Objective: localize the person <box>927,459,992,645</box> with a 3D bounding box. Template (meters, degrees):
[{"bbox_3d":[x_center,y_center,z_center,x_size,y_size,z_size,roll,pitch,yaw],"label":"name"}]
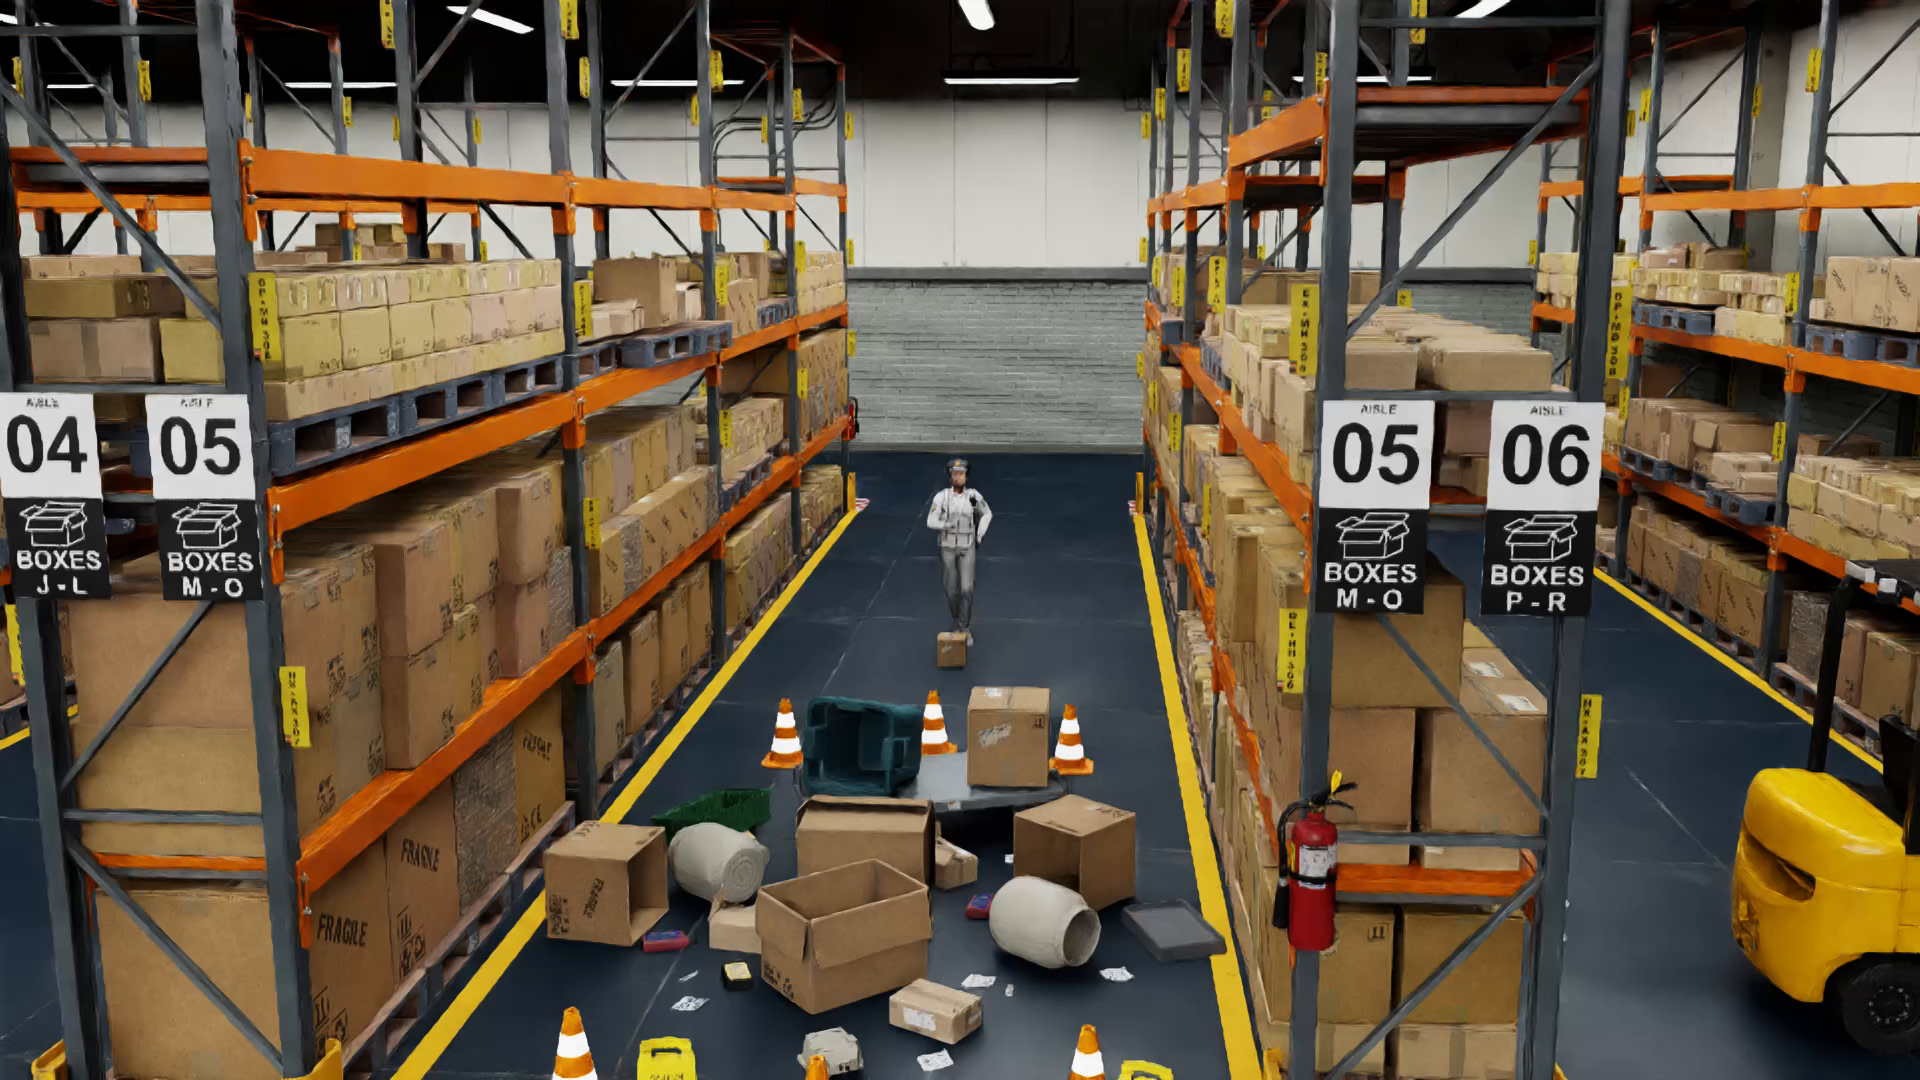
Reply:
[{"bbox_3d":[-0.012,0.104,15.453,0.593,1.715,0.623,1,11,5],"label":"person"}]
